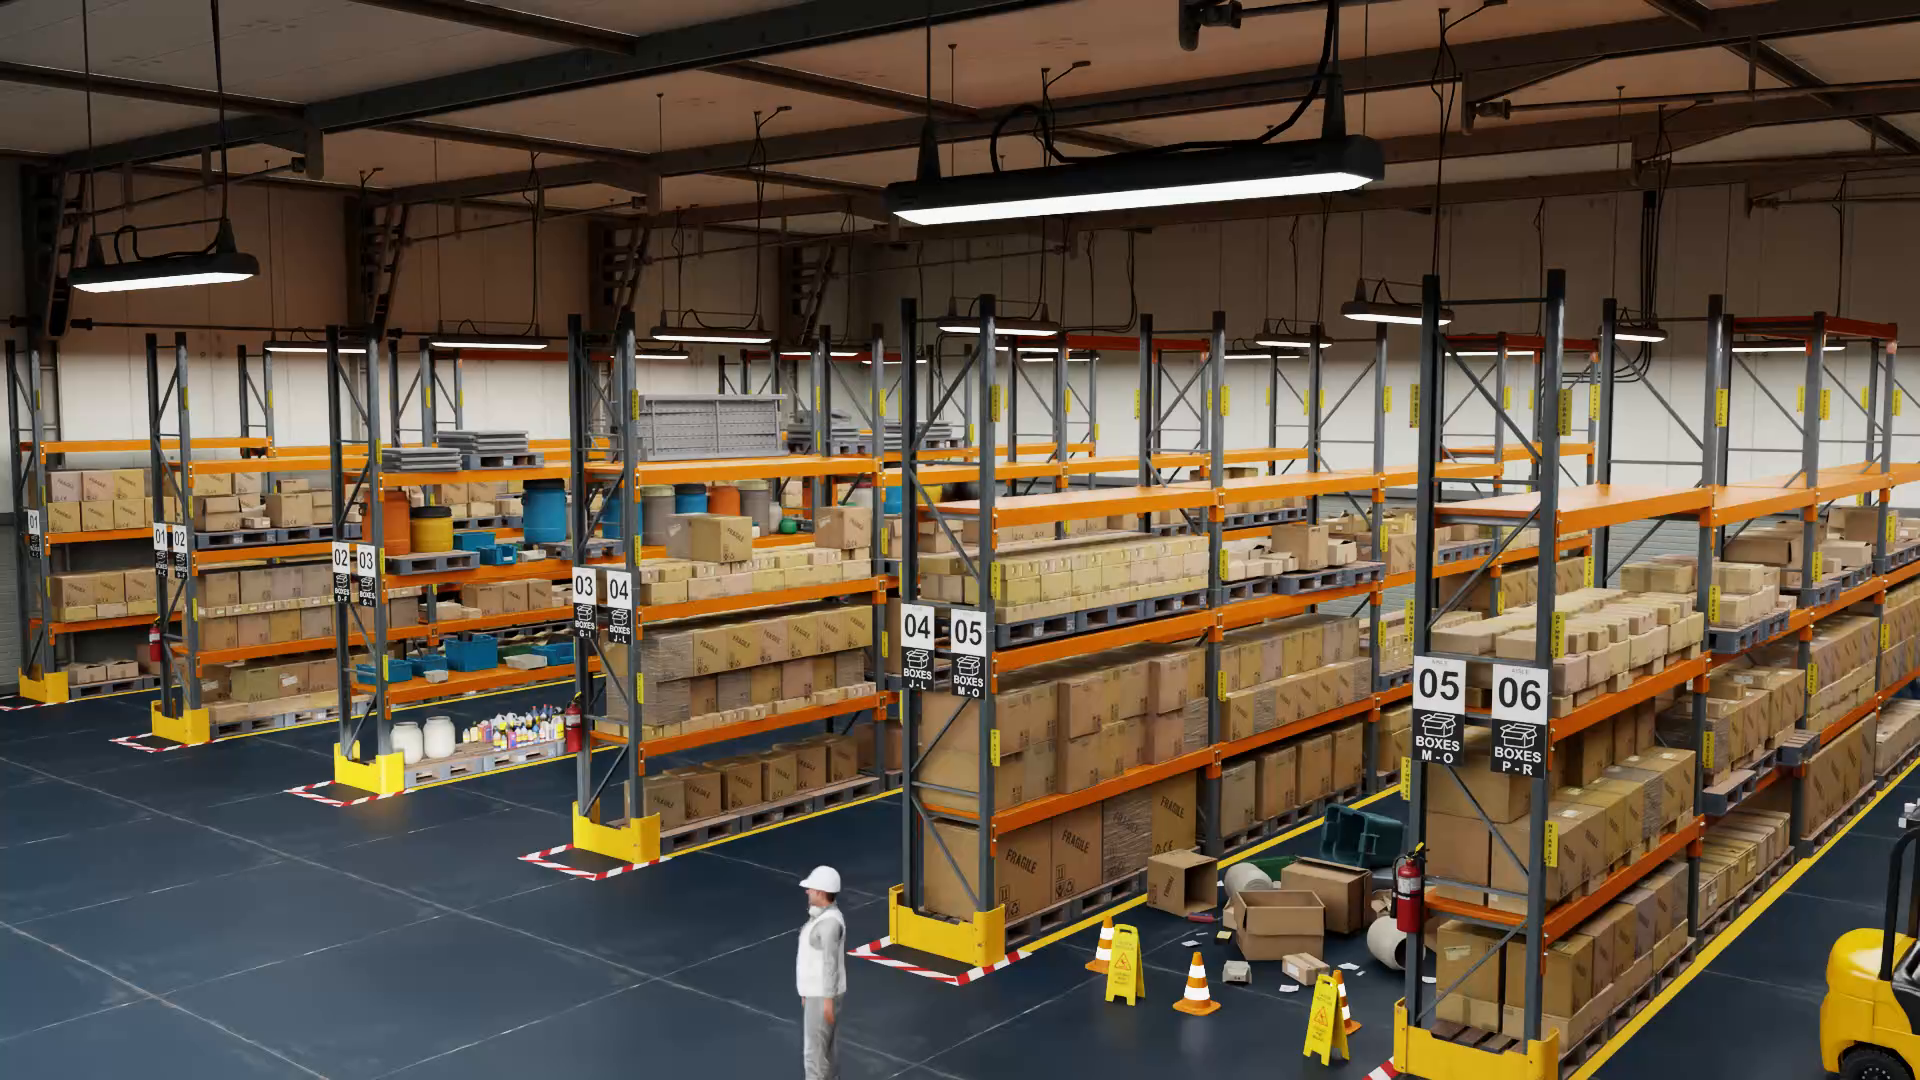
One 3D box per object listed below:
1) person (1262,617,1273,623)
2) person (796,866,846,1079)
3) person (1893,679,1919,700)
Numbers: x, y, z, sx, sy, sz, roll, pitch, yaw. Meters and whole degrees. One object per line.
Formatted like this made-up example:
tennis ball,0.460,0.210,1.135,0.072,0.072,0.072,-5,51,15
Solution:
person,4.753,2.008,25.788,0.515,1.657,0.707,4,6,37
person,-1.036,3.219,11.813,0.452,1.785,0.621,0,5,-5
person,15.231,1.977,26.756,0.542,1.595,0.384,3,6,28
